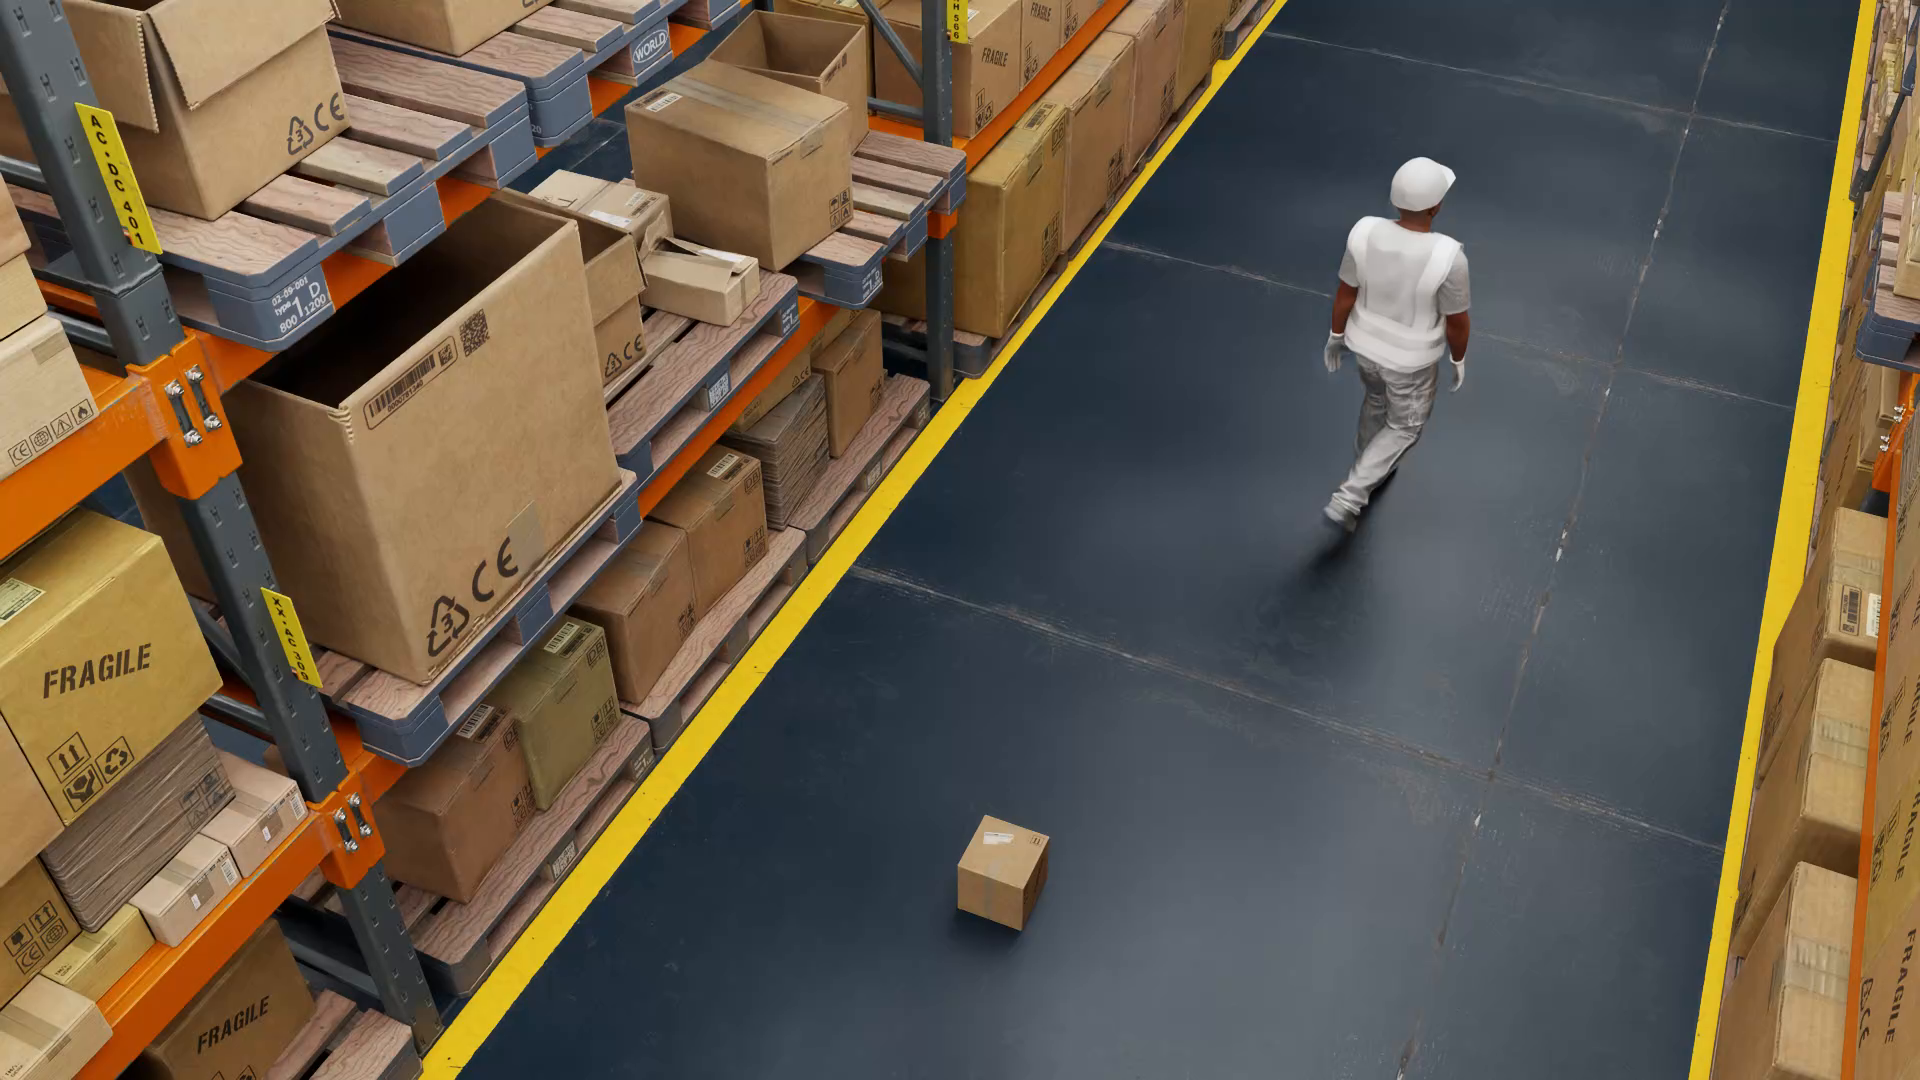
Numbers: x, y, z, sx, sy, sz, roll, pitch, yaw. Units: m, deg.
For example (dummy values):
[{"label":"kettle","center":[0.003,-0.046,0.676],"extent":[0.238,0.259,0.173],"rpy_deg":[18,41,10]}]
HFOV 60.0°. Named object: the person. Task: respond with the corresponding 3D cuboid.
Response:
[{"label":"person","center":[1.838,-0.806,7.040],"extent":[0.572,1.759,0.867],"rpy_deg":[31,50,30]}]
